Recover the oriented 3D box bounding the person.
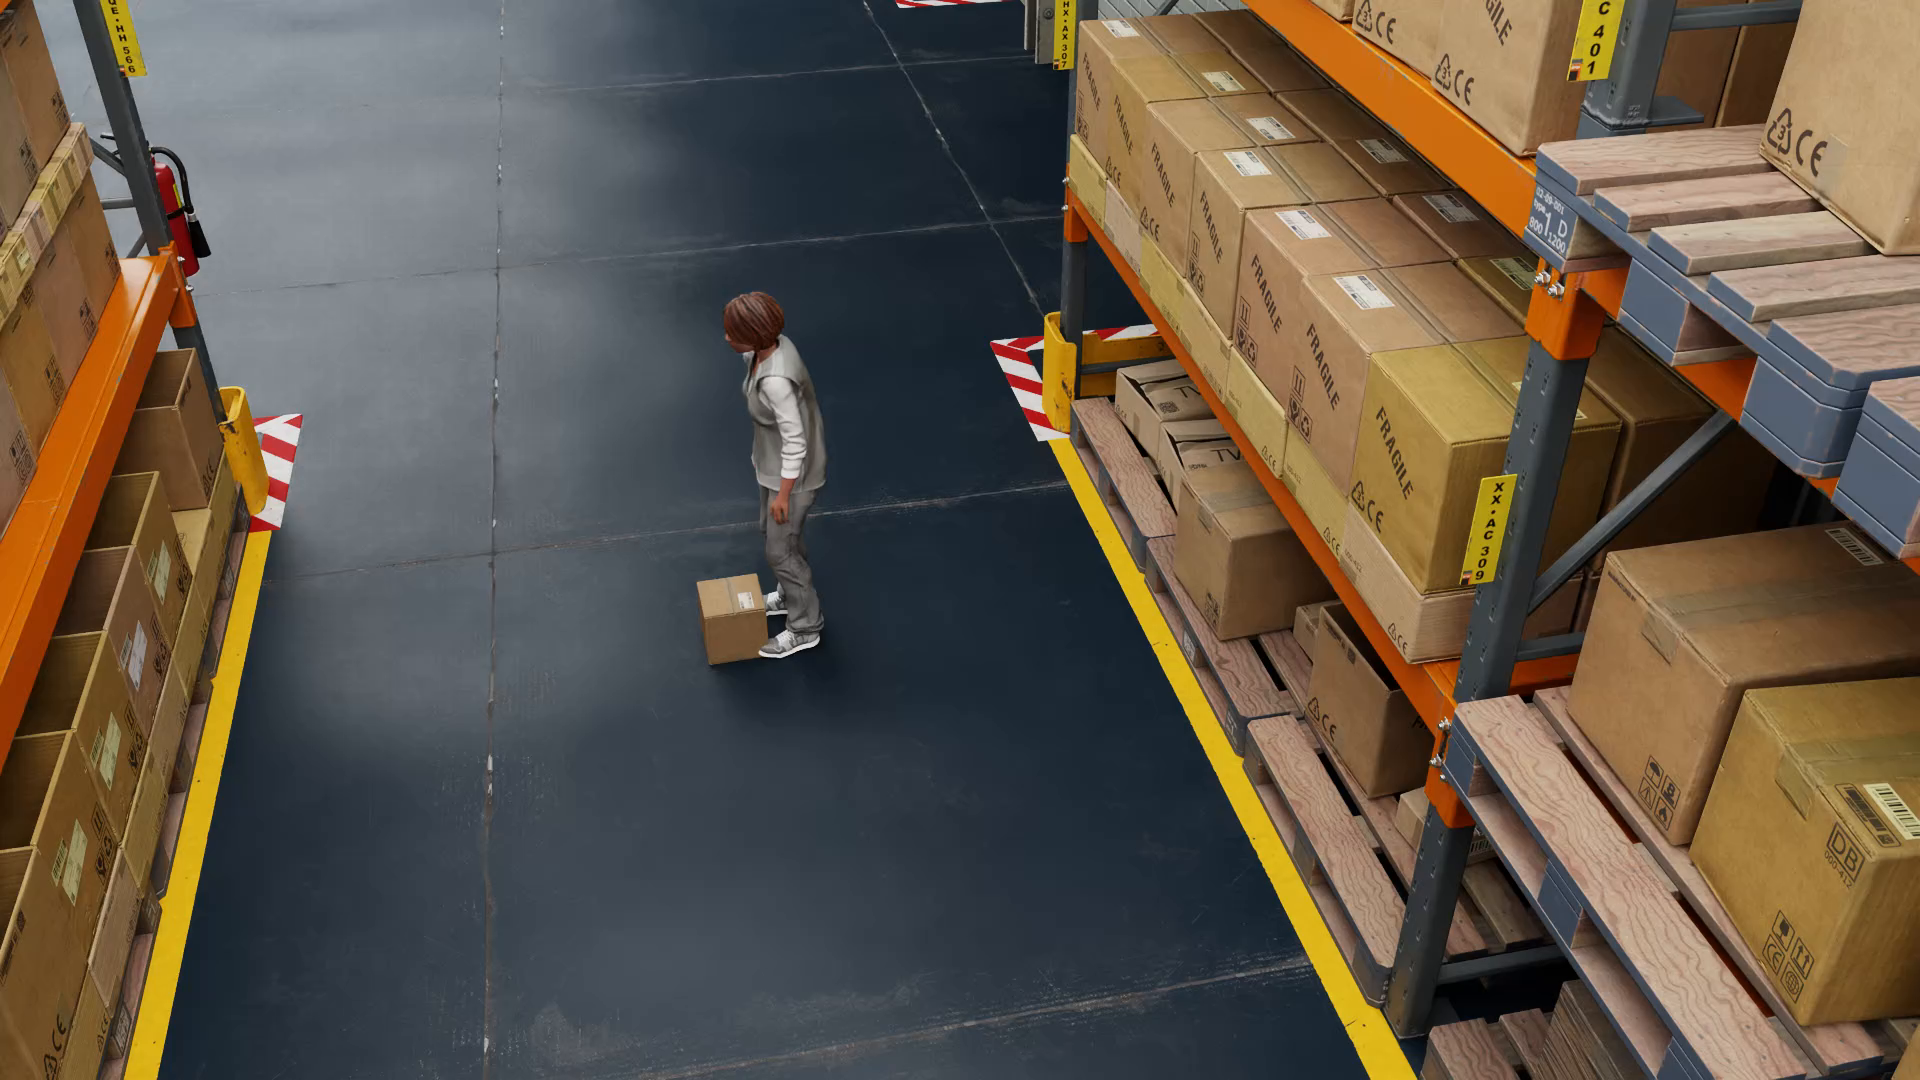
[{"bbox_3d":[-0.703,-0.260,6.527,0.347,1.593,0.476,-8,36,-12],"label":"person"}]
